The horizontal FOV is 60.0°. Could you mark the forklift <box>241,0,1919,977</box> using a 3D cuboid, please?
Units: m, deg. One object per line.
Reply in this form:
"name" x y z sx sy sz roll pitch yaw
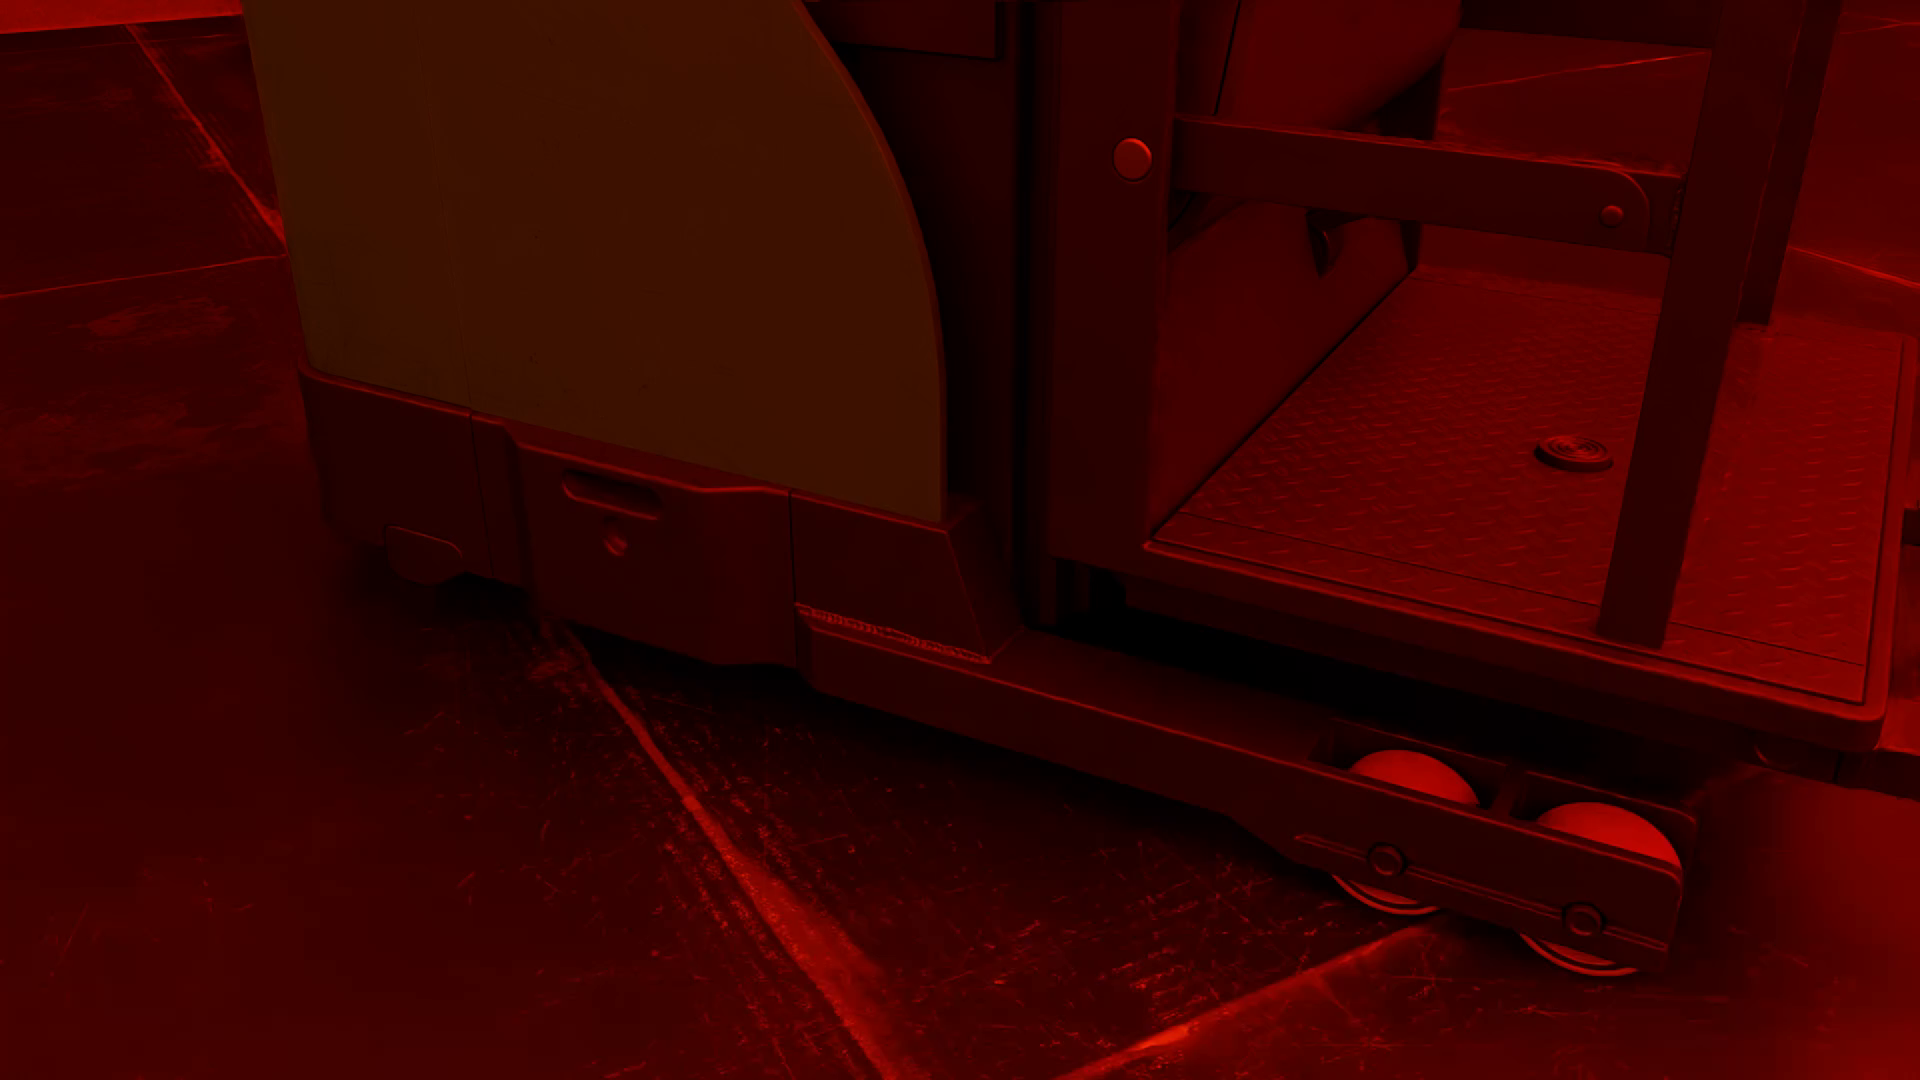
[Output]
"forklift" 0.621 -1.151 1.530 3.031 2.935 1.130 14 30 25
